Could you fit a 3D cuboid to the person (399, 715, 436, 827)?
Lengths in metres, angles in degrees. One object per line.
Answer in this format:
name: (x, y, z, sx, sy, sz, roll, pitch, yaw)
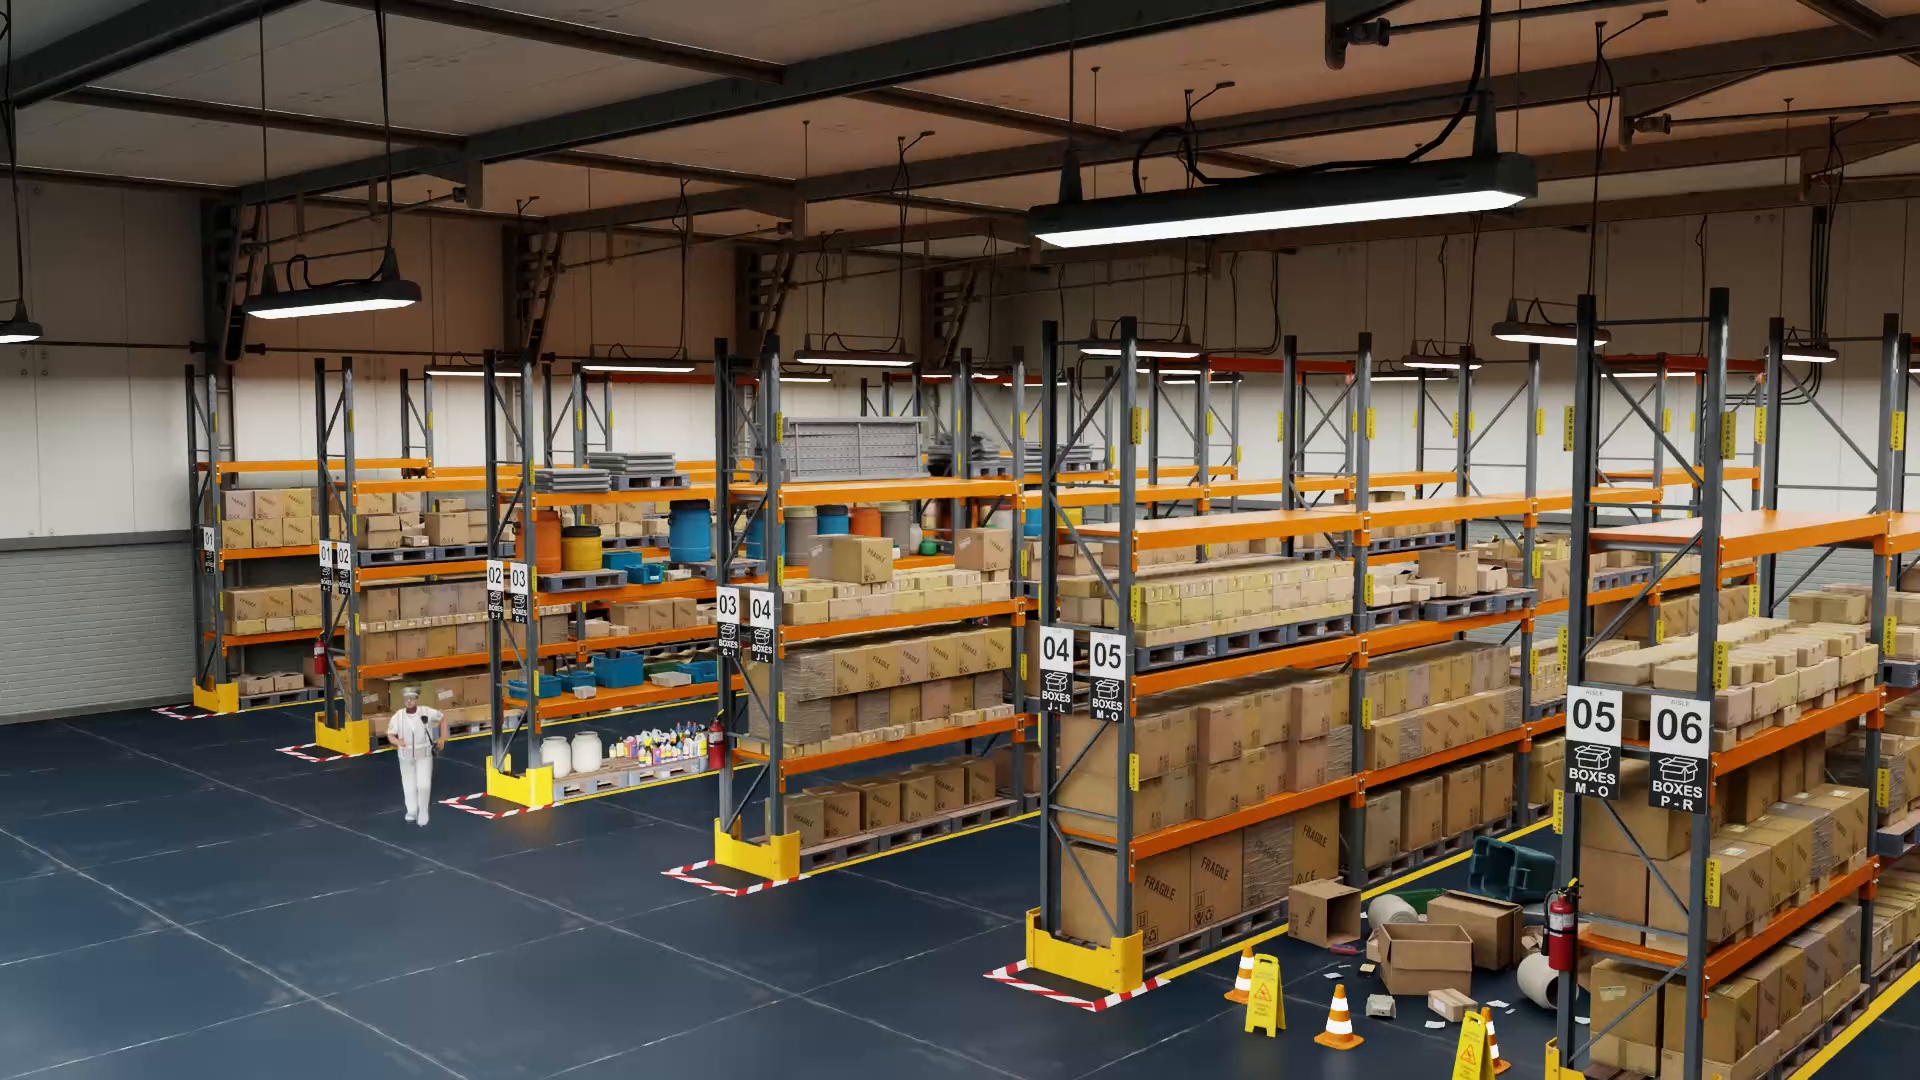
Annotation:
person: (-6.779, 2.865, 20.802, 0.444, 1.406, 0.747, -1, 4, -9)
